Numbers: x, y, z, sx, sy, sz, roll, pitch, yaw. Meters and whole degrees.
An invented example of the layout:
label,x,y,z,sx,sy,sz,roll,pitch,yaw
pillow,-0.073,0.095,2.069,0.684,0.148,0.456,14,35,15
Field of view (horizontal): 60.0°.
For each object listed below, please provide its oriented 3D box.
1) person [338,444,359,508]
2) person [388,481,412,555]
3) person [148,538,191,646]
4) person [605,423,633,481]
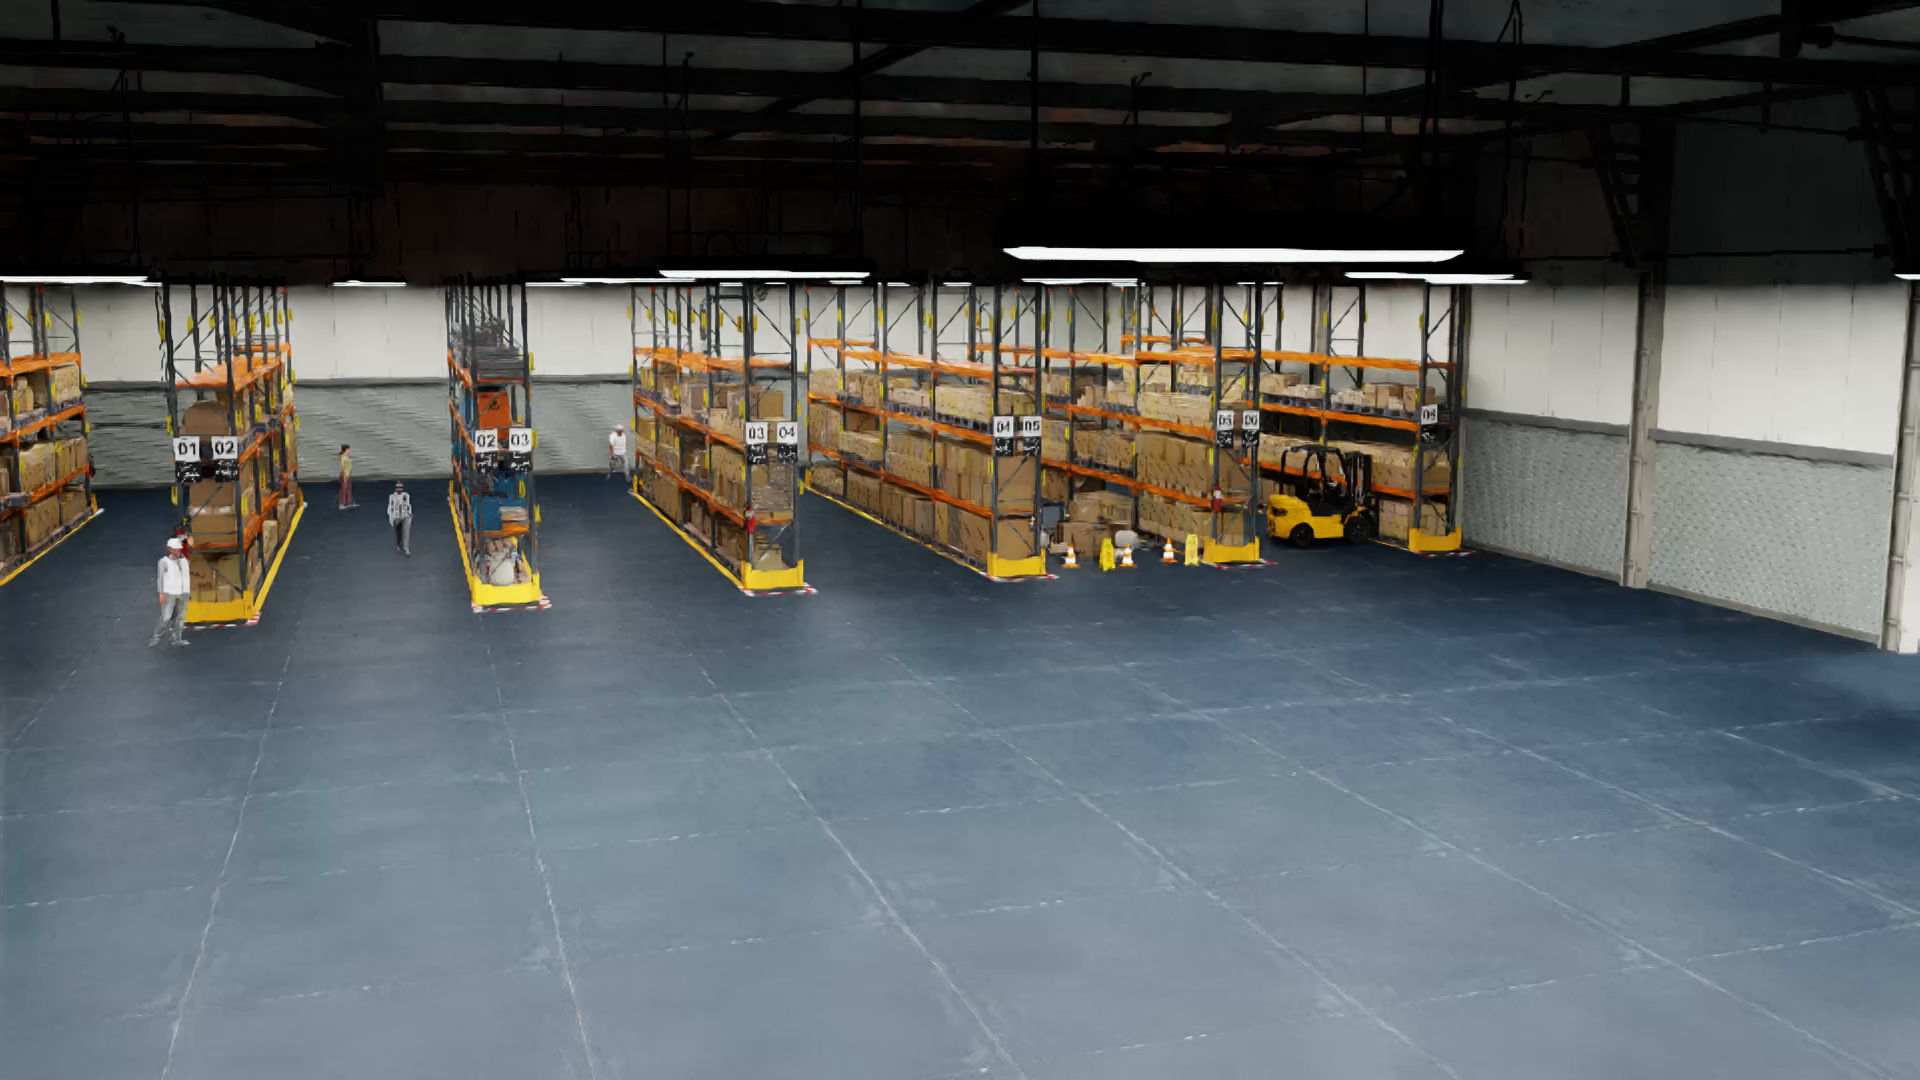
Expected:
label,x,y,z,sx,sy,sz,roll,pitch,yaw
person,-16.084,-1.679,43.596,0.477,1.668,0.552,-2,9,-12
person,-12.105,-0.494,35.954,0.495,1.589,1.086,-3,9,-16
person,-12.674,0.841,26.649,0.515,1.762,0.695,5,10,31
person,-10.192,-2.607,49.575,0.591,1.739,0.940,-8,12,-44
